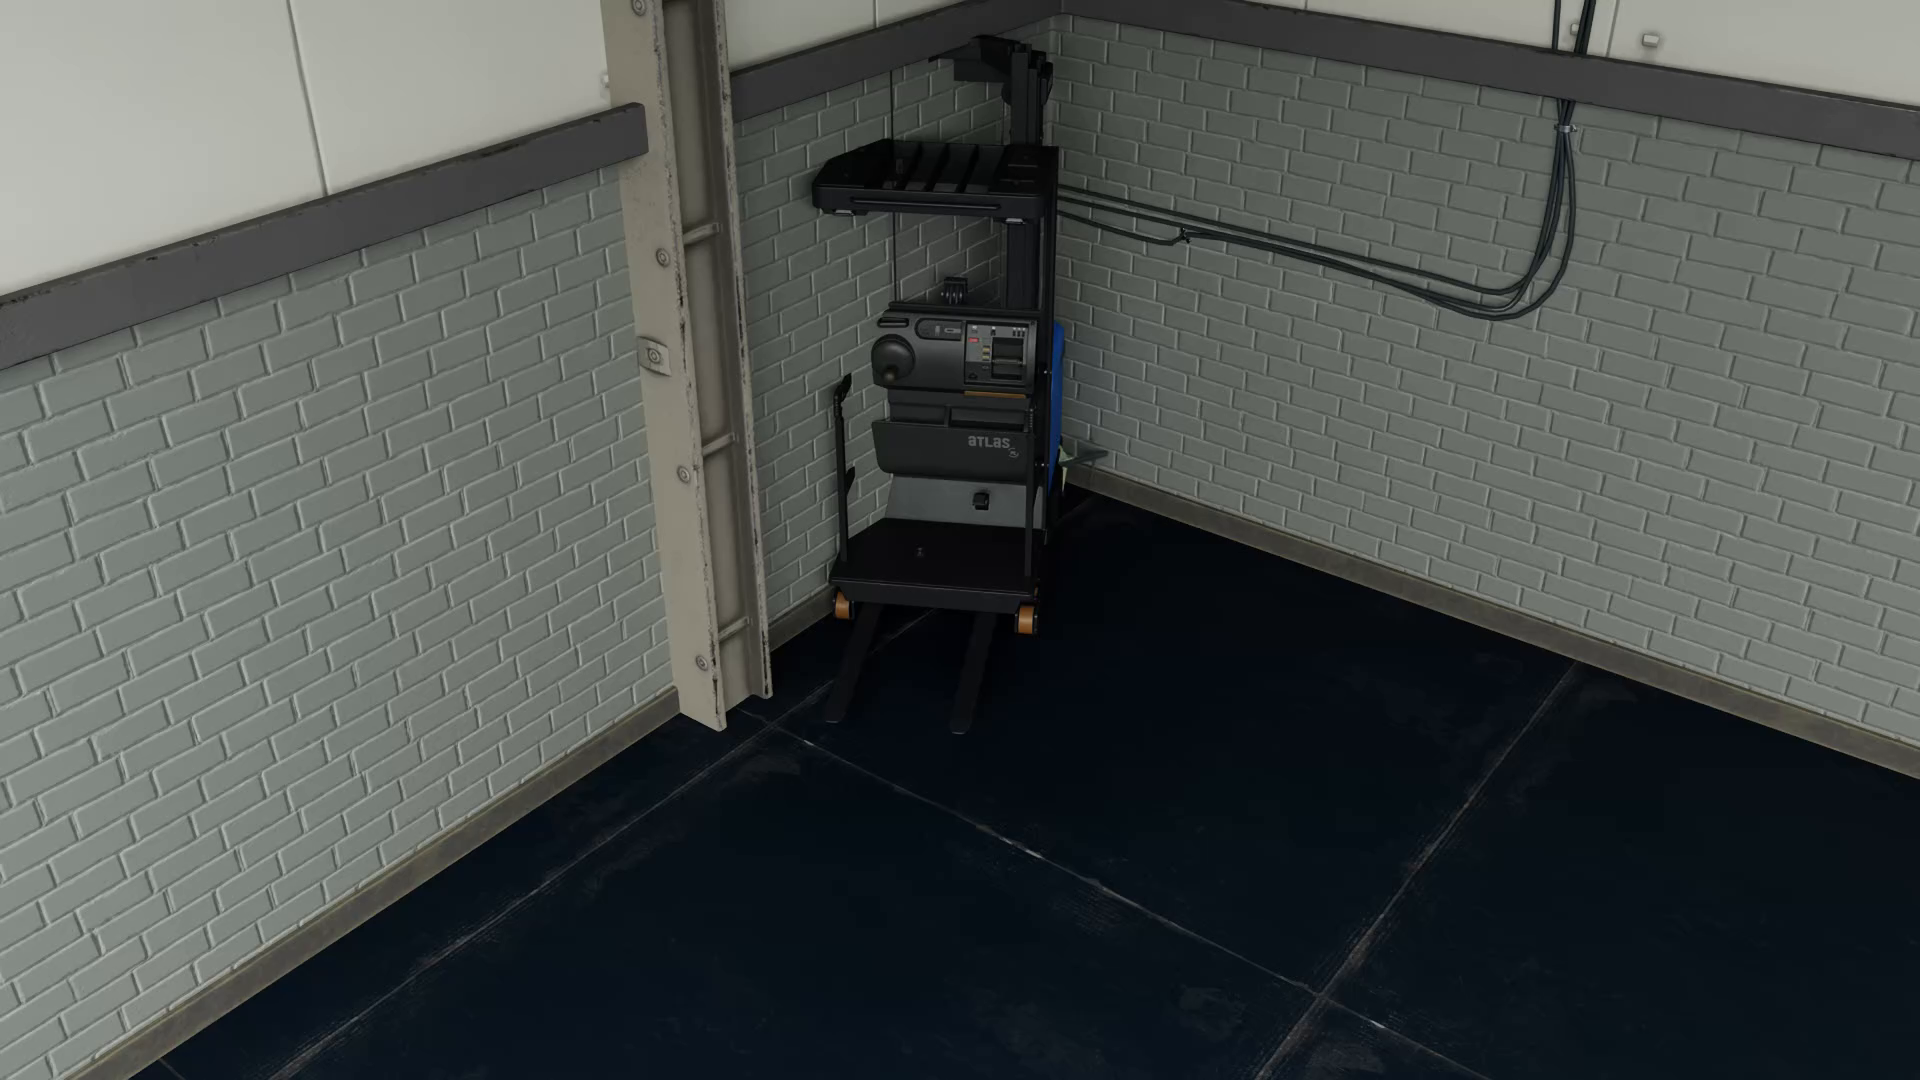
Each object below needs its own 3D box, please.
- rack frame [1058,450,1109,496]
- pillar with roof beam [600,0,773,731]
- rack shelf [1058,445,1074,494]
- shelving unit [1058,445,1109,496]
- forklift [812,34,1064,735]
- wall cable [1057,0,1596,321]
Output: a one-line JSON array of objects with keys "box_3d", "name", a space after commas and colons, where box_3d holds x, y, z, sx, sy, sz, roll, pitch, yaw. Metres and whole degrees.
[{"box_3d": [0.805, -0.381, 10.263, 1.500, 0.400, 0.023, -15, 49, -20], "name": "rack frame"}, {"box_3d": [2.242, -1.727, 3.895, 9.100, 9.000, 0.400, 21, 37, 31], "name": "pillar with roof beam"}, {"box_3d": [0.360, -0.548, 10.380, 0.370, 0.431, 0.720, -15, 49, -20], "name": "rack shelf"}, {"box_3d": [0.656, -0.626, 10.490, 1.500, 0.431, 0.755, -15, 49, -20], "name": "shelving unit"}, {"box_3d": [-0.091, -0.945, 8.527, 1.130, 2.935, 3.031, 4, 31, 7], "name": "forklift"}, {"box_3d": [1.642, -2.506, 8.256, 3.097, 2.526, 0.112, 21, 37, 31], "name": "wall cable"}]
